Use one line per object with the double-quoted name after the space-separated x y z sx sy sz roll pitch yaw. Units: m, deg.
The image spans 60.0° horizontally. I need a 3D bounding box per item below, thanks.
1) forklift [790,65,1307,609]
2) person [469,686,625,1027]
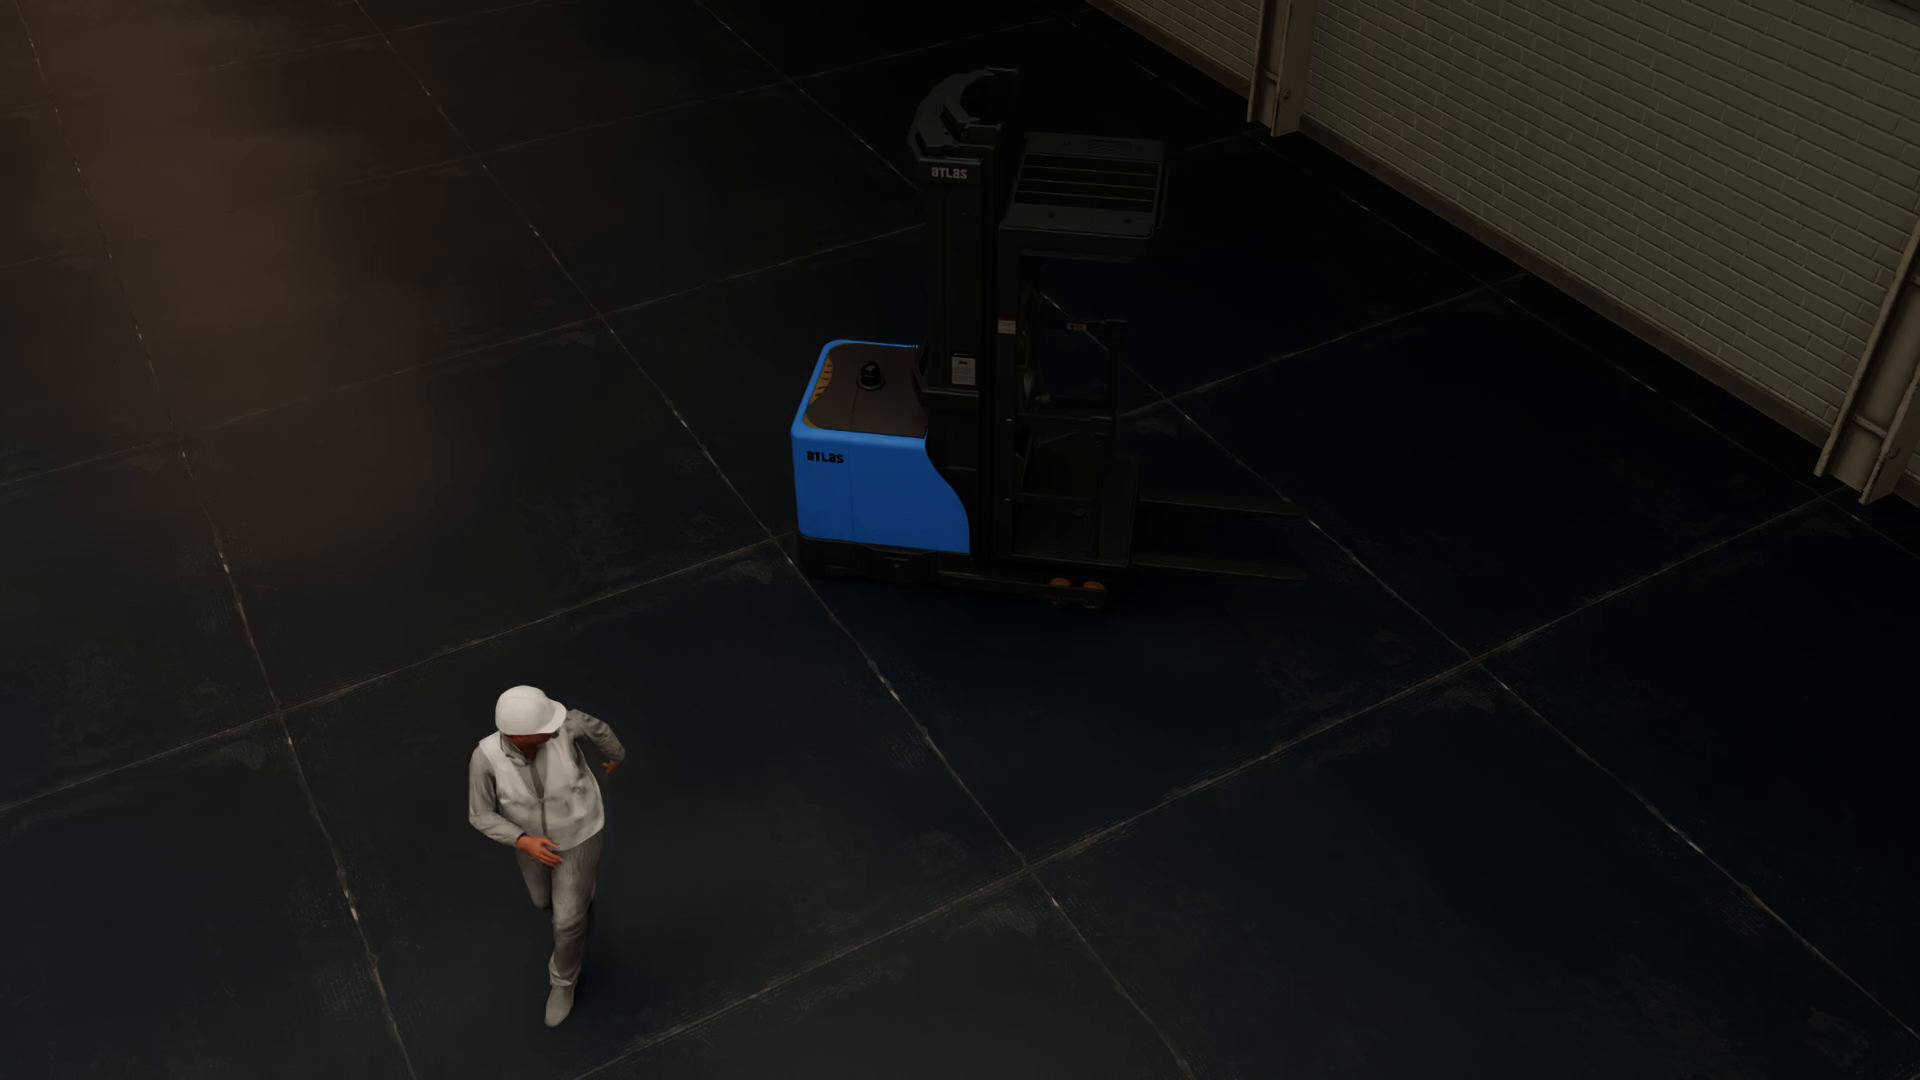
0.581 -1.087 9.346 3.031 2.935 1.130 6 40 7 "forklift"
-1.835 1.302 7.454 0.563 1.727 0.924 1 40 2 "person"
